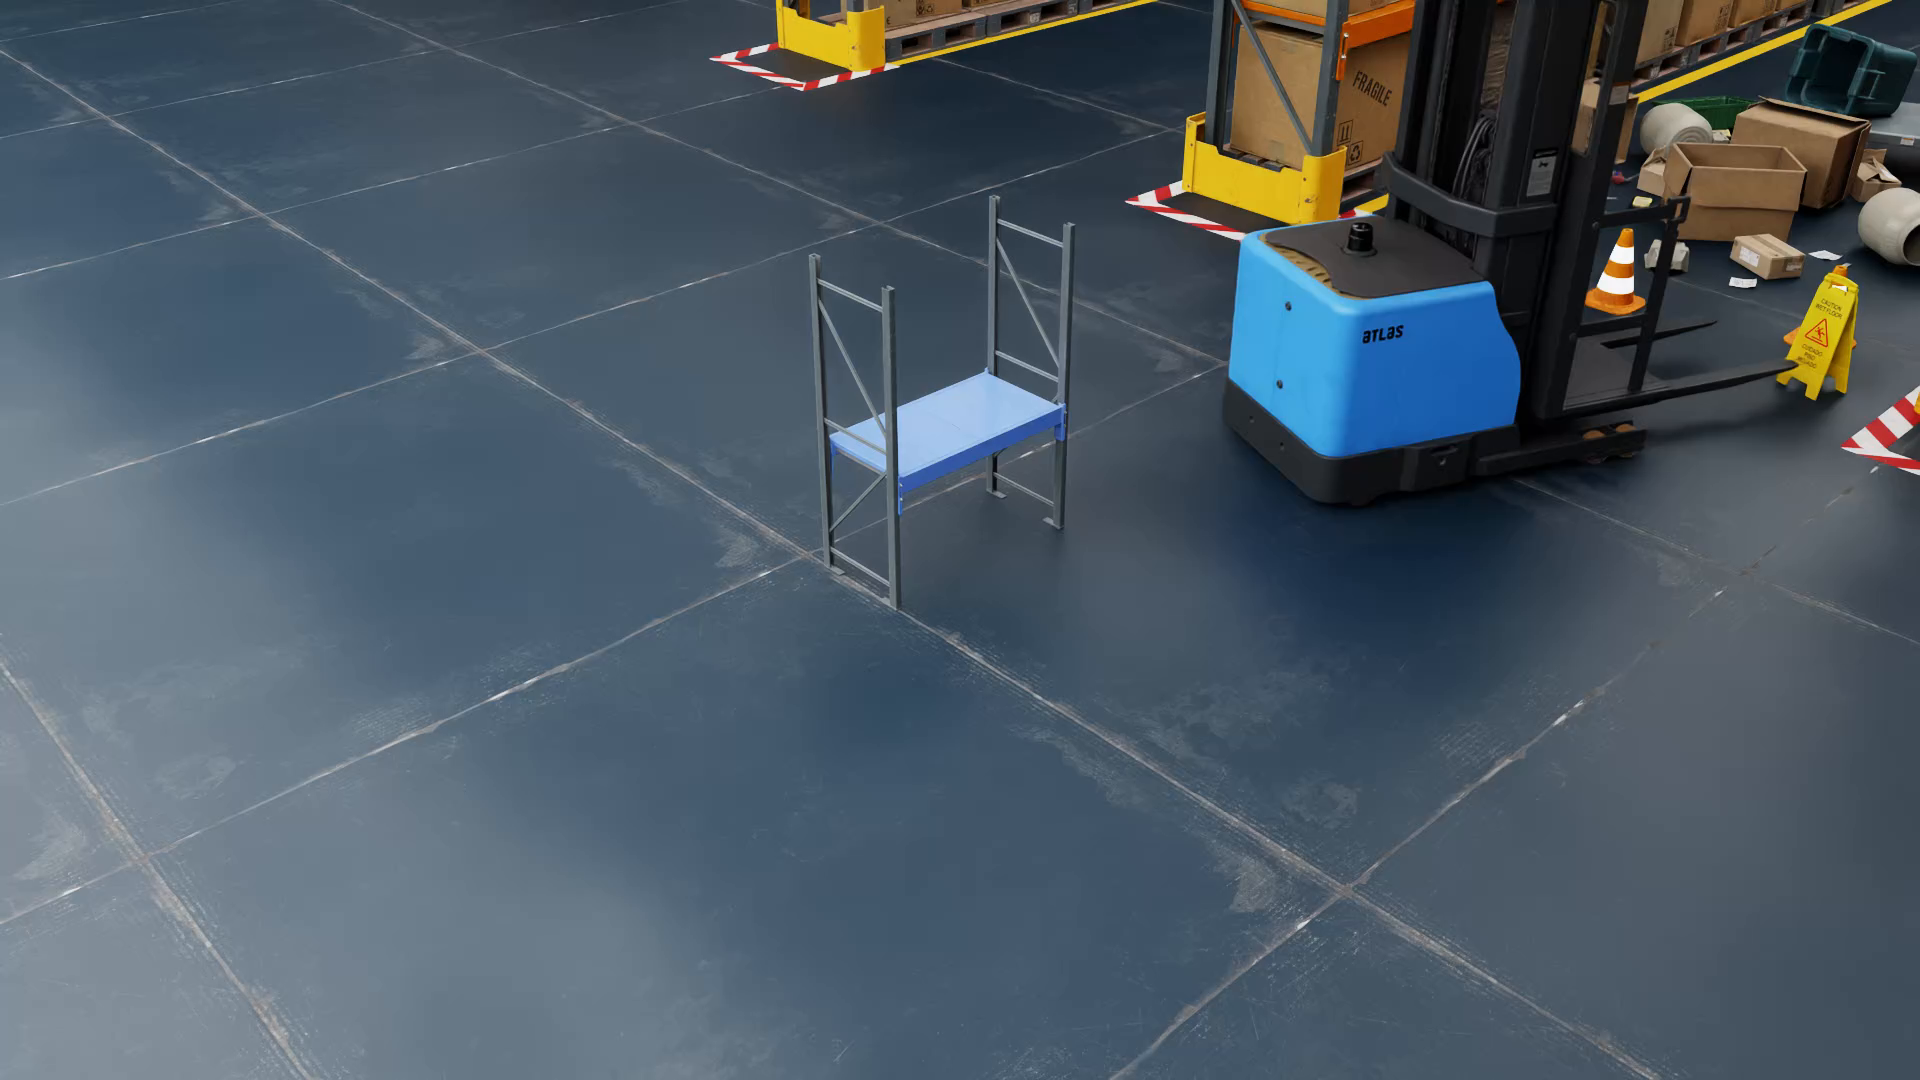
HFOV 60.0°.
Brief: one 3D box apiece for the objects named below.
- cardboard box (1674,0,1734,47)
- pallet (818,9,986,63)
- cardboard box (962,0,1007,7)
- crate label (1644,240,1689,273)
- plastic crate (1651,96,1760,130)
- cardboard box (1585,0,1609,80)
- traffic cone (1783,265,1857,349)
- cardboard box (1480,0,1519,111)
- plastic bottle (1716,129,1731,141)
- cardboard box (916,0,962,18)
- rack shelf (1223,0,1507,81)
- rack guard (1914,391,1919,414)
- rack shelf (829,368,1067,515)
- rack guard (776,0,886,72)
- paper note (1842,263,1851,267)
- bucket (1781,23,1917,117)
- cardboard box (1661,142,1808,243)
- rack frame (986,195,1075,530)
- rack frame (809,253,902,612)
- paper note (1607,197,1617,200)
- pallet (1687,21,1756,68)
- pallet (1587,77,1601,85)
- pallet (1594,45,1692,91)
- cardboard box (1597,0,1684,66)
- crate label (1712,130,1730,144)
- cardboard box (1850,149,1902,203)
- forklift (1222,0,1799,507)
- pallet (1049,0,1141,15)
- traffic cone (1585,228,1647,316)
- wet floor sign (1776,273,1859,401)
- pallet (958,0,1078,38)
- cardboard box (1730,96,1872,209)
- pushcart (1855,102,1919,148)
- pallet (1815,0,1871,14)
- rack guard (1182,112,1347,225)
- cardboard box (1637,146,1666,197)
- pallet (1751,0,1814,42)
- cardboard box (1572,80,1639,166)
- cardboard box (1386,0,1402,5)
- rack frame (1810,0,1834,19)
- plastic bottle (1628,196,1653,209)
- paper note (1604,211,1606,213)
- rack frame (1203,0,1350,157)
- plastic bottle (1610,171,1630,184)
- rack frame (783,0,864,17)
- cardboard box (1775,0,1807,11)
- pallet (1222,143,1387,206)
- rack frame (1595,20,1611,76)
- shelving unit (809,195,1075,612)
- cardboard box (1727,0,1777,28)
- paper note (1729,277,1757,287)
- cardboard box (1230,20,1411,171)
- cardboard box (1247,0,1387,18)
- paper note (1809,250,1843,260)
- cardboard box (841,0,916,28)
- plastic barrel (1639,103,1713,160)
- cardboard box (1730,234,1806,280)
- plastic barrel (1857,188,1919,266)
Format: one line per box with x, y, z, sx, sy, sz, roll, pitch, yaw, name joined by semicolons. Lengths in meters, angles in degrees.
6.132;-4.867;14.589;0.750;0.750;1.050;-26;40;-35;cardboard box
-0.528;-4.679;15.200;1.213;0.211;1.003;-26;40;-35;pallet
0.153;-5.335;15.593;0.500;0.500;0.500;-22;38;-31;cardboard box
4.503;-1.807;10.575;0.250;0.136;0.298;9;33;15;crate label
5.791;-3.315;12.936;0.662;0.188;0.450;-7;22;-11;plastic crate
4.519;-4.129;13.261;0.875;0.875;0.875;-25;39;-35;cardboard box
4.973;-1.340;9.498;0.334;0.463;0.336;-26;40;-35;traffic cone
3.861;-3.808;12.736;0.875;0.875;0.875;-25;40;-35;cardboard box
5.851;-3.124;12.800;0.133;0.061;0.283;9;33;15;plastic bottle
-0.319;-5.120;15.241;0.500;0.500;0.500;-15;35;-23;cardboard box
3.561;-4.036;12.165;4.000;0.370;1.077;-26;40;-35;rack shelf
5.590;-0.737;8.476;0.348;0.500;1.175;-26;40;-35;rack guard
-0.063;-0.456;7.403;1.000;0.185;0.538;-26;40;-35;rack shelf
-1.148;-4.528;14.675;0.348;0.500;1.175;-26;40;-35;rack guard
5.639;-1.746;10.596;0.123;0.001;0.032;-26;40;-35;paper note
6.496;-3.374;12.074;0.620;0.611;0.726;-3;30;-25;bucket
5.101;-2.303;11.033;0.797;0.503;0.637;4;32;6;cardboard box
0.310;-0.790;7.604;0.032;1.500;0.500;-26;40;-35;rack frame
-0.435;-0.429;7.014;0.032;1.500;0.500;-26;40;-35;rack frame
4.546;-2.392;11.652;0.123;0.001;0.032;-7;32;-11;paper note
6.437;-4.601;15.071;1.213;0.211;1.003;-26;40;-35;pallet
4.417;-3.623;13.473;1.213;0.211;1.003;-26;40;-35;pallet
5.542;-4.166;14.360;1.213;0.211;1.003;-26;40;-35;pallet
5.422;-4.527;14.031;0.750;0.750;1.050;-26;40;-36;cardboard box
5.627;-2.981;12.494;0.298;0.136;0.250;4;32;6;crate label
6.411;-2.561;11.683;0.258;0.266;0.396;4;32;6;cardboard box
2.934;-1.879;8.014;3.031;2.935;1.130;-11;33;-17;forklift
1.261;-5.545;16.615;1.213;0.211;1.003;-26;40;-35;pallet
3.969;-1.644;9.995;0.334;0.463;0.336;-26;40;-35;traffic cone
4.668;-1.114;8.953;0.232;0.644;0.267;-12;34;-19;wet floor sign
0.366;-5.110;15.904;1.213;0.211;1.003;-26;40;-35;pallet
5.781;-2.695;11.546;0.503;0.637;0.797;-26;40;-35;cardboard box
6.881;-2.931;12.181;1.648;0.377;0.936;15;34;23;pushcart
8.535;-5.559;16.638;1.213;0.211;1.003;-26;40;-35;pallet
2.077;-2.559;11.456;0.348;0.500;1.175;-26;40;-35;rack guard
5.020;-2.572;11.702;0.258;0.266;0.396;-19;36;-28;cardboard box
7.332;-5.031;15.775;1.213;0.211;1.003;-26;40;-35;pallet
4.587;-3.044;12.247;0.500;0.500;0.500;-19;36;-28;cardboard box
2.724;-4.050;11.355;0.550;0.550;0.875;-26;40;-35;cardboard box
7.961;-6.472;15.458;0.127;3.000;1.000;-26;40;-35;rack frame
4.705;-2.319;11.483;0.133;0.061;0.283;15;34;23;plastic bottle
4.368;-2.258;11.416;0.142;0.017;0.144;-12;34;-19;paper note
2.095;-3.634;10.817;0.127;3.000;1.000;-26;40;-35;rack frame
4.675;-2.616;11.970;0.283;0.061;0.133;15;34;23;plastic bottle
-1.204;-5.567;13.979;0.127;3.000;1.000;-26;40;-35;rack frame
7.453;-5.509;15.638;0.750;0.750;1.050;-26;40;-36;cardboard box
2.628;-2.758;12.058;1.213;0.211;1.003;-26;40;-35;pallet
5.028;-5.053;13.138;0.127;3.000;1.000;-26;40;-35;rack frame
-0.063;-0.610;7.309;1.048;1.500;0.538;-26;40;-35;shelving unit
6.814;-5.198;15.129;0.750;0.750;1.050;-25;39;-35;cardboard box
4.874;-1.606;10.348;0.148;0.019;0.142;15;34;23;paper note
2.547;-3.172;11.697;0.875;0.875;0.875;-26;40;-35;cardboard box
2.336;-3.847;11.022;0.550;0.550;0.875;-26;40;-35;cardboard box
5.599;-1.845;10.749;0.142;0.019;0.148;-12;34;-19;paper note
-0.734;-4.895;14.873;0.500;0.500;0.500;-18;36;-27;cardboard box
5.239;-2.964;12.192;0.421;0.421;0.512;-1;31;-2;plastic barrel
5.122;-1.797;10.547;0.250;0.149;0.380;-7;32;-11;cardboard box
6.020;-1.989;10.597;0.421;0.421;0.512;-1;31;-2;plastic barrel
